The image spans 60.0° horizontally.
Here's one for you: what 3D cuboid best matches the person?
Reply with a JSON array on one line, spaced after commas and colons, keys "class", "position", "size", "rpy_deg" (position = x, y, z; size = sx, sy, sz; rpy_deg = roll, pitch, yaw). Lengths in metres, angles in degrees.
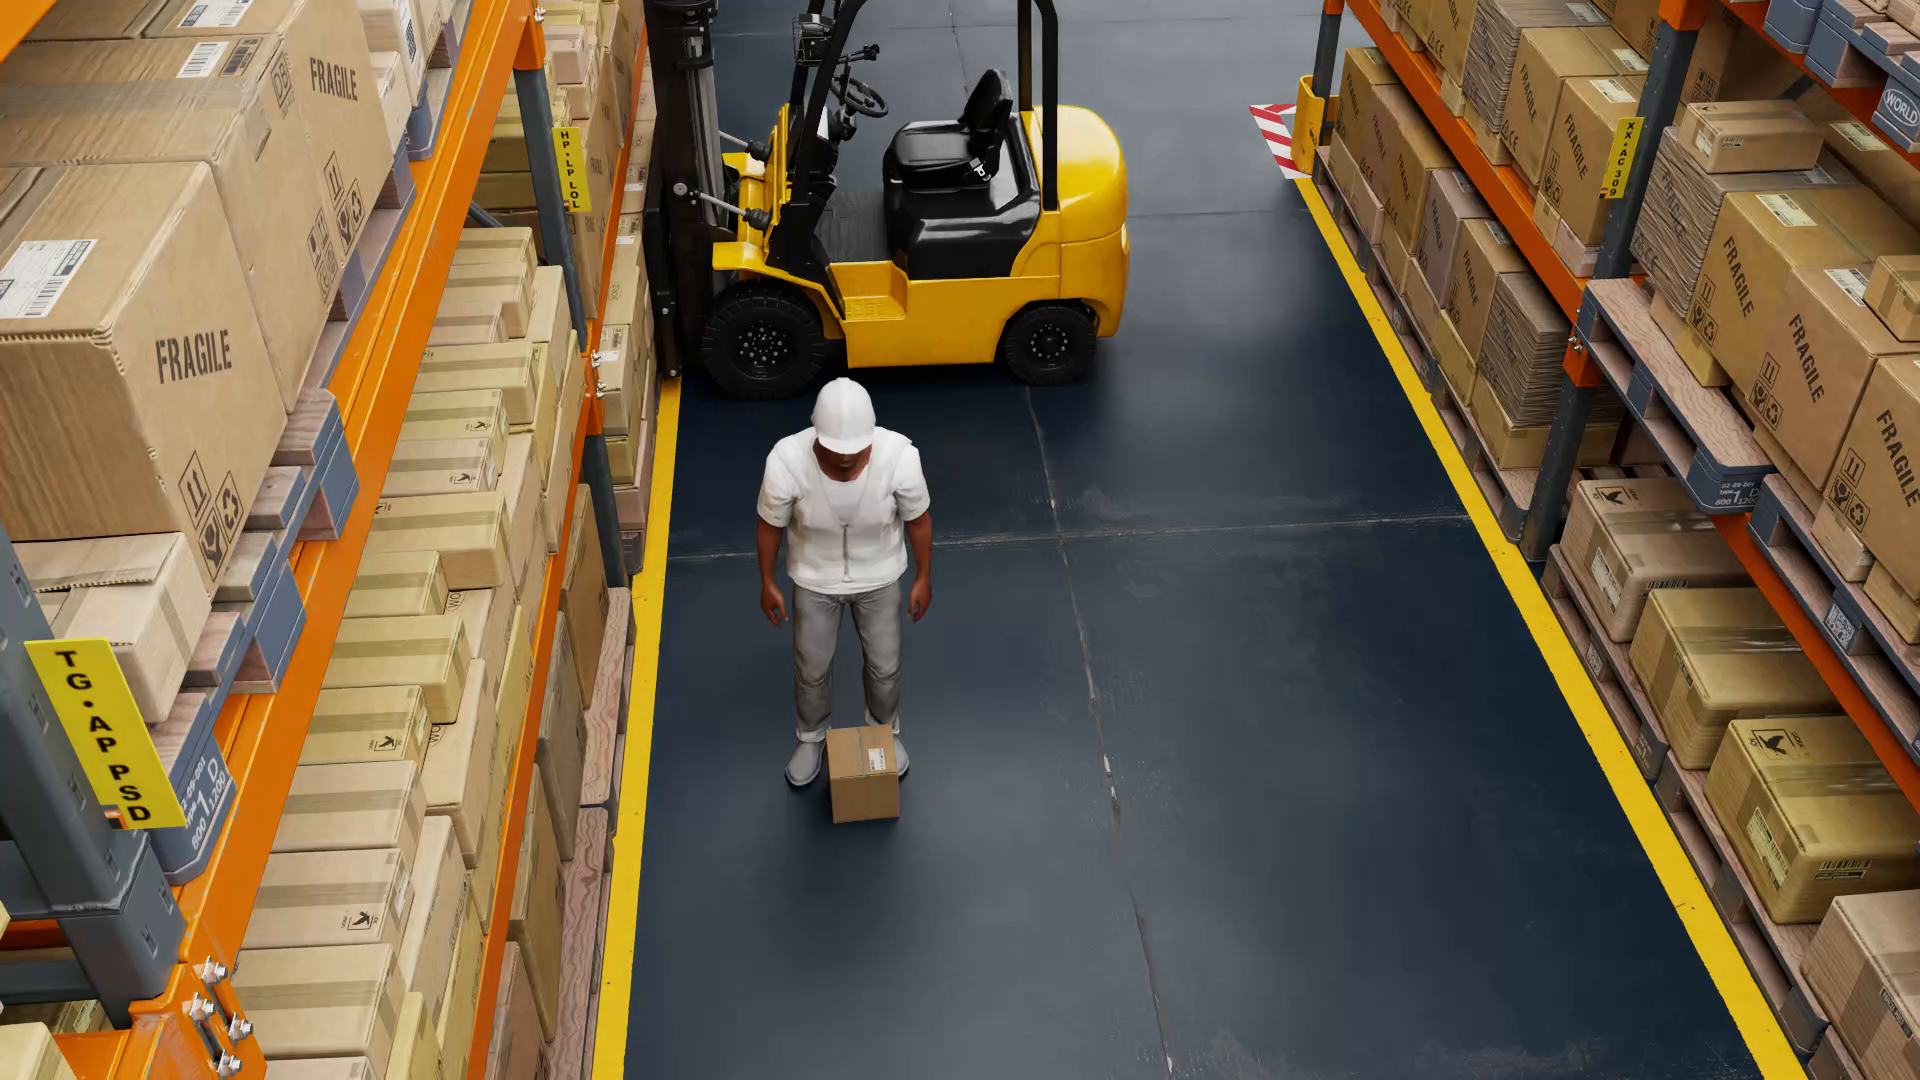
[{"class": "person", "position": [-0.407, 0.150, 5.957], "size": [0.626, 1.756, 0.461], "rpy_deg": [-3, 39, -4]}]
